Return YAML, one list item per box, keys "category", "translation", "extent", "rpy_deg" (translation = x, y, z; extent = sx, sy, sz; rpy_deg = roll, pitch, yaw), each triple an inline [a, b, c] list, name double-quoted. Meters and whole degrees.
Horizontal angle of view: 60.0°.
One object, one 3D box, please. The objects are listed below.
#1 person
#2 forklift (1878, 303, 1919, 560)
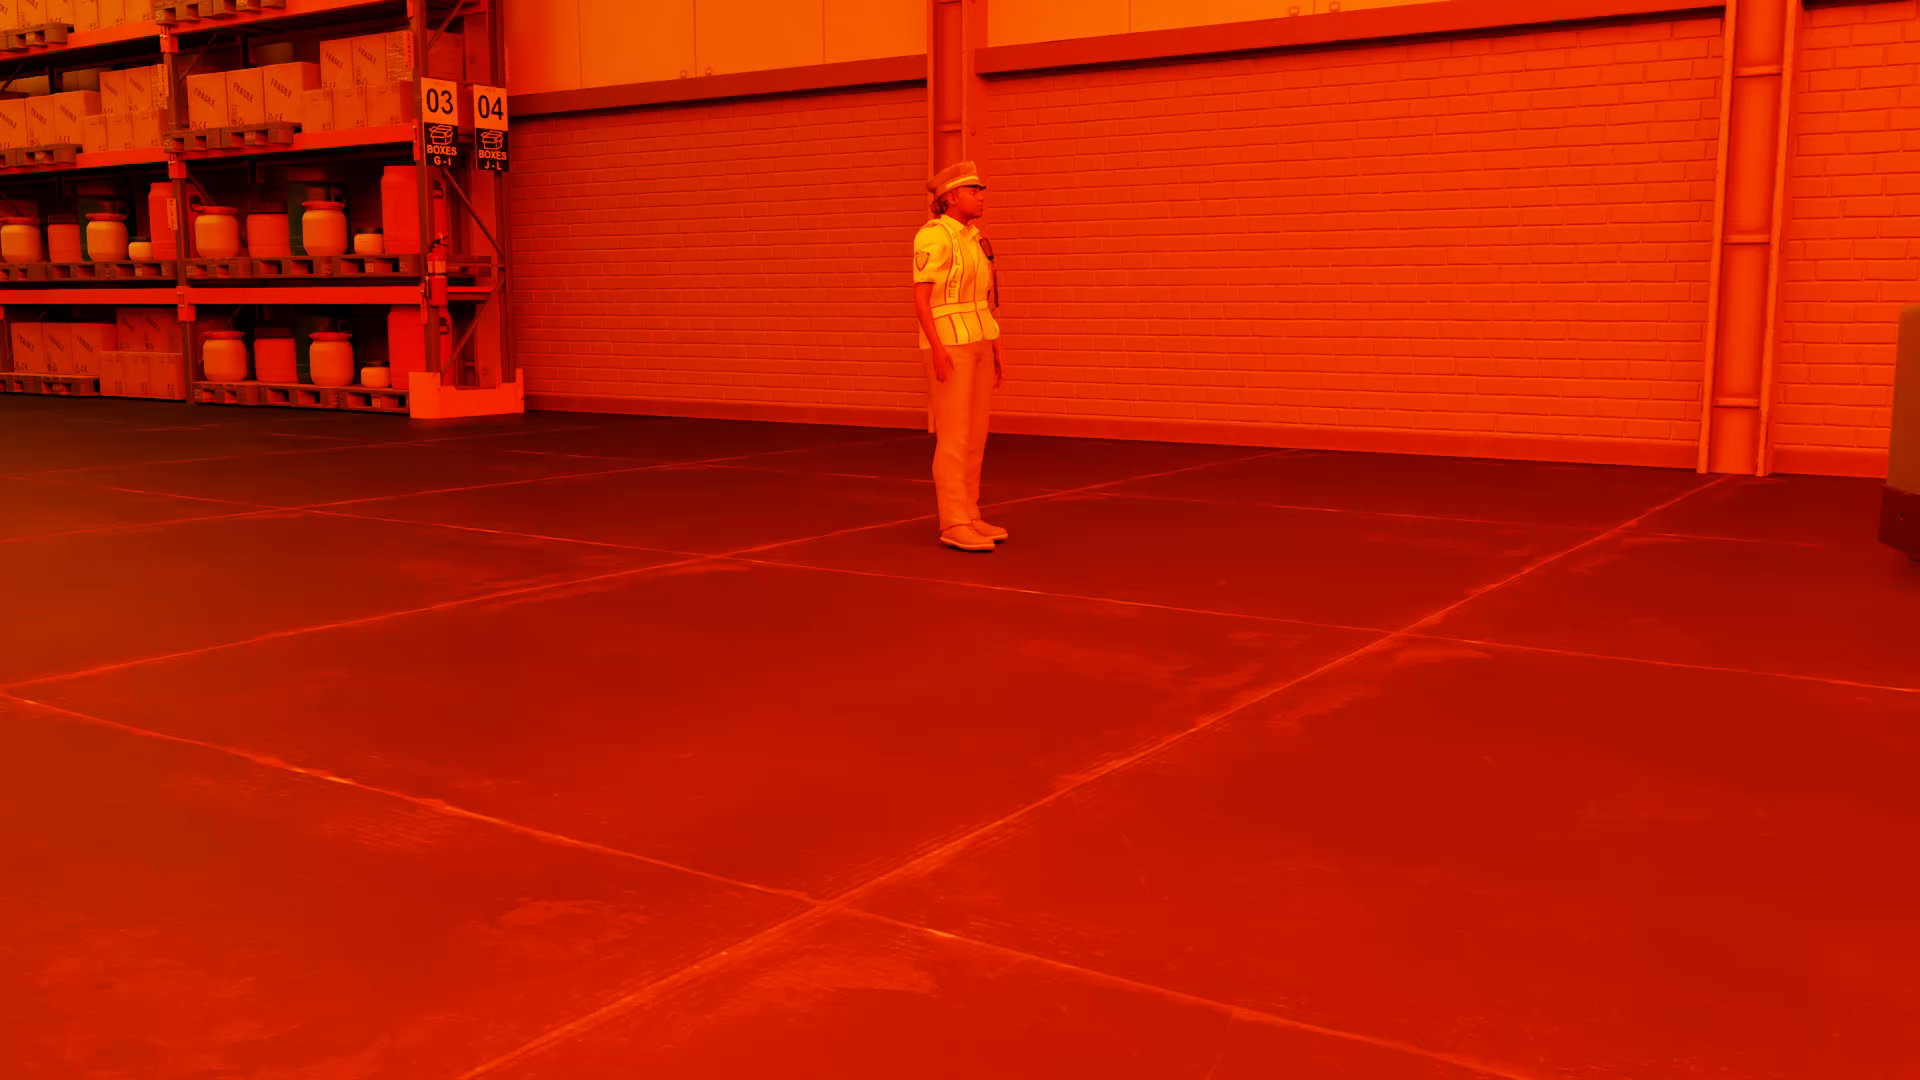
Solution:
- category: "person"
  translation: [0.051, -0.838, 7.425]
  extent: [0.530, 1.695, 0.569]
  rpy_deg: [5, 10, 34]
- category: "forklift"
  translation: [5.273, -1.267, 6.101]
  extent: [3.031, 2.935, 1.130]
  rpy_deg: [2, 8, 13]
